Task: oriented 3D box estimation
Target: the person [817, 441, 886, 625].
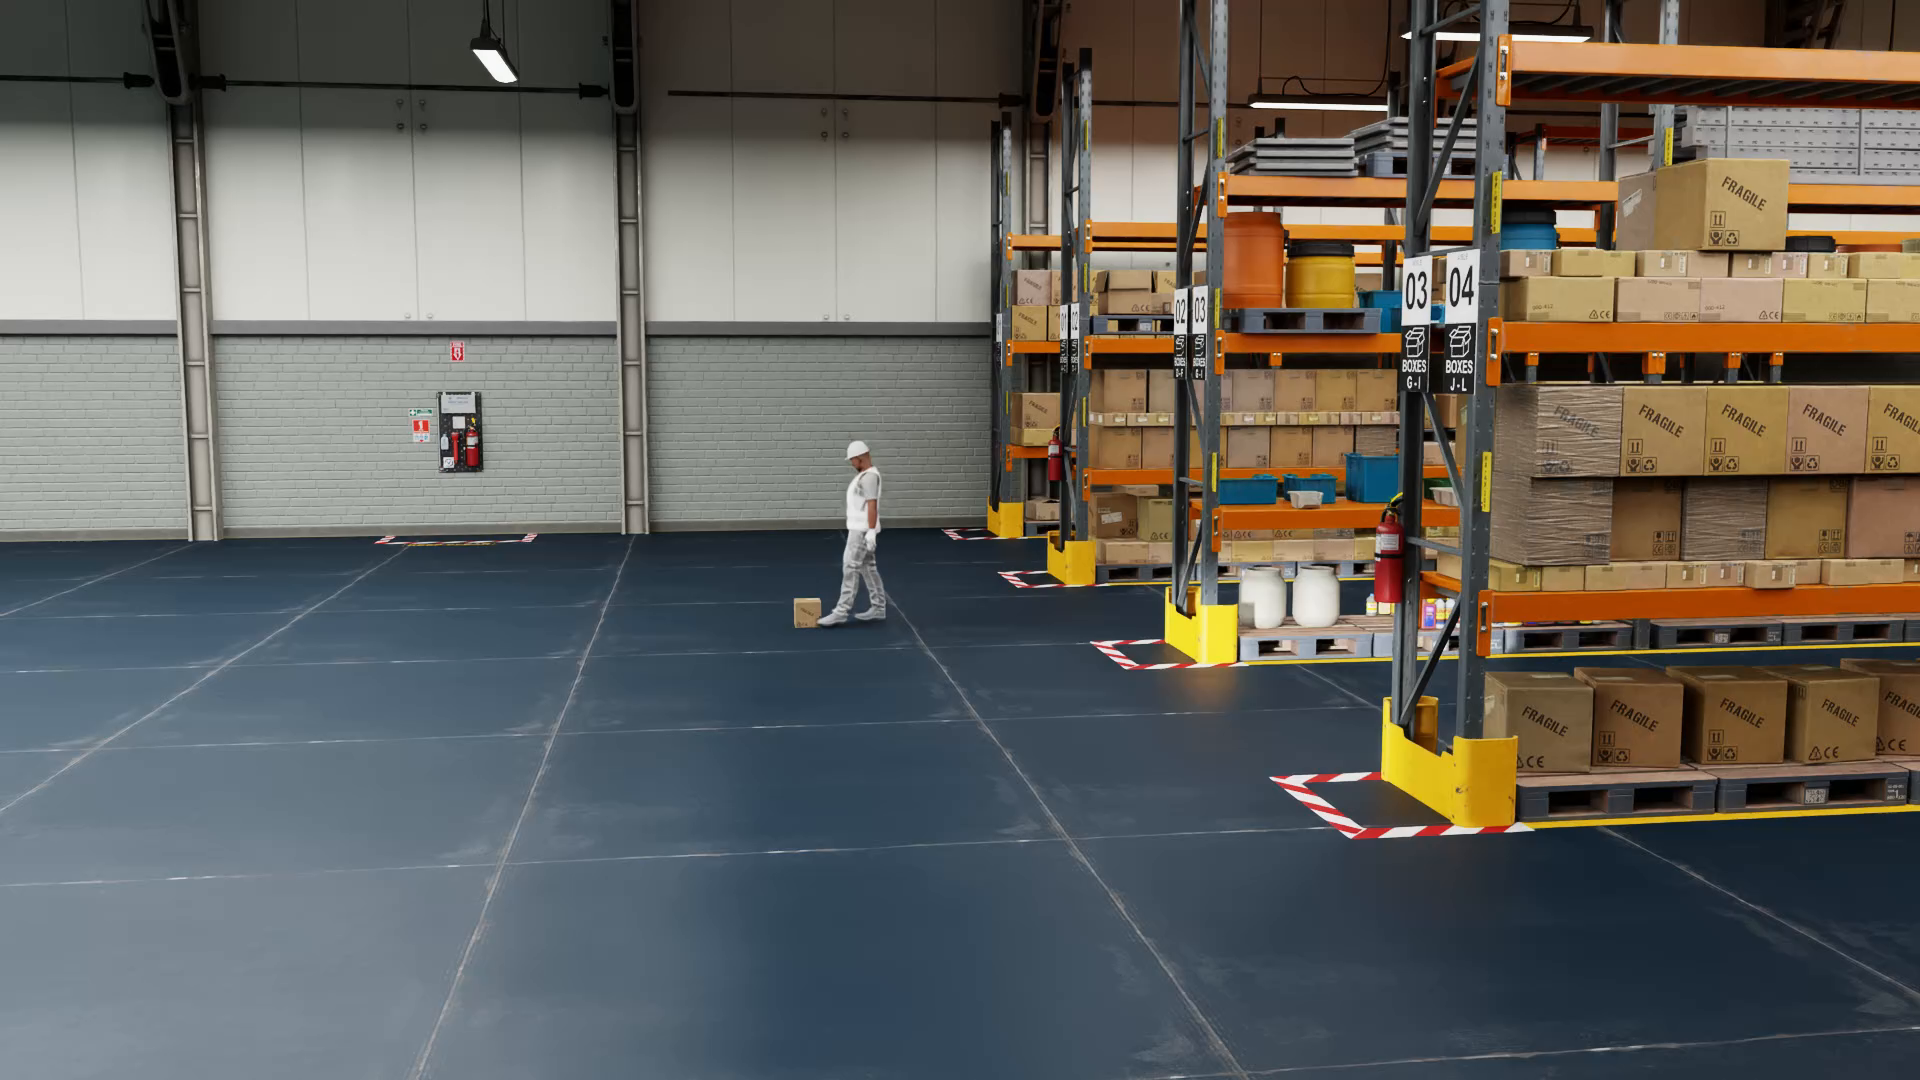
[{"bbox_3d":[-1.061,-0.083,16.189,0.673,1.761,0.612,0,6,-4],"label":"person"}]
